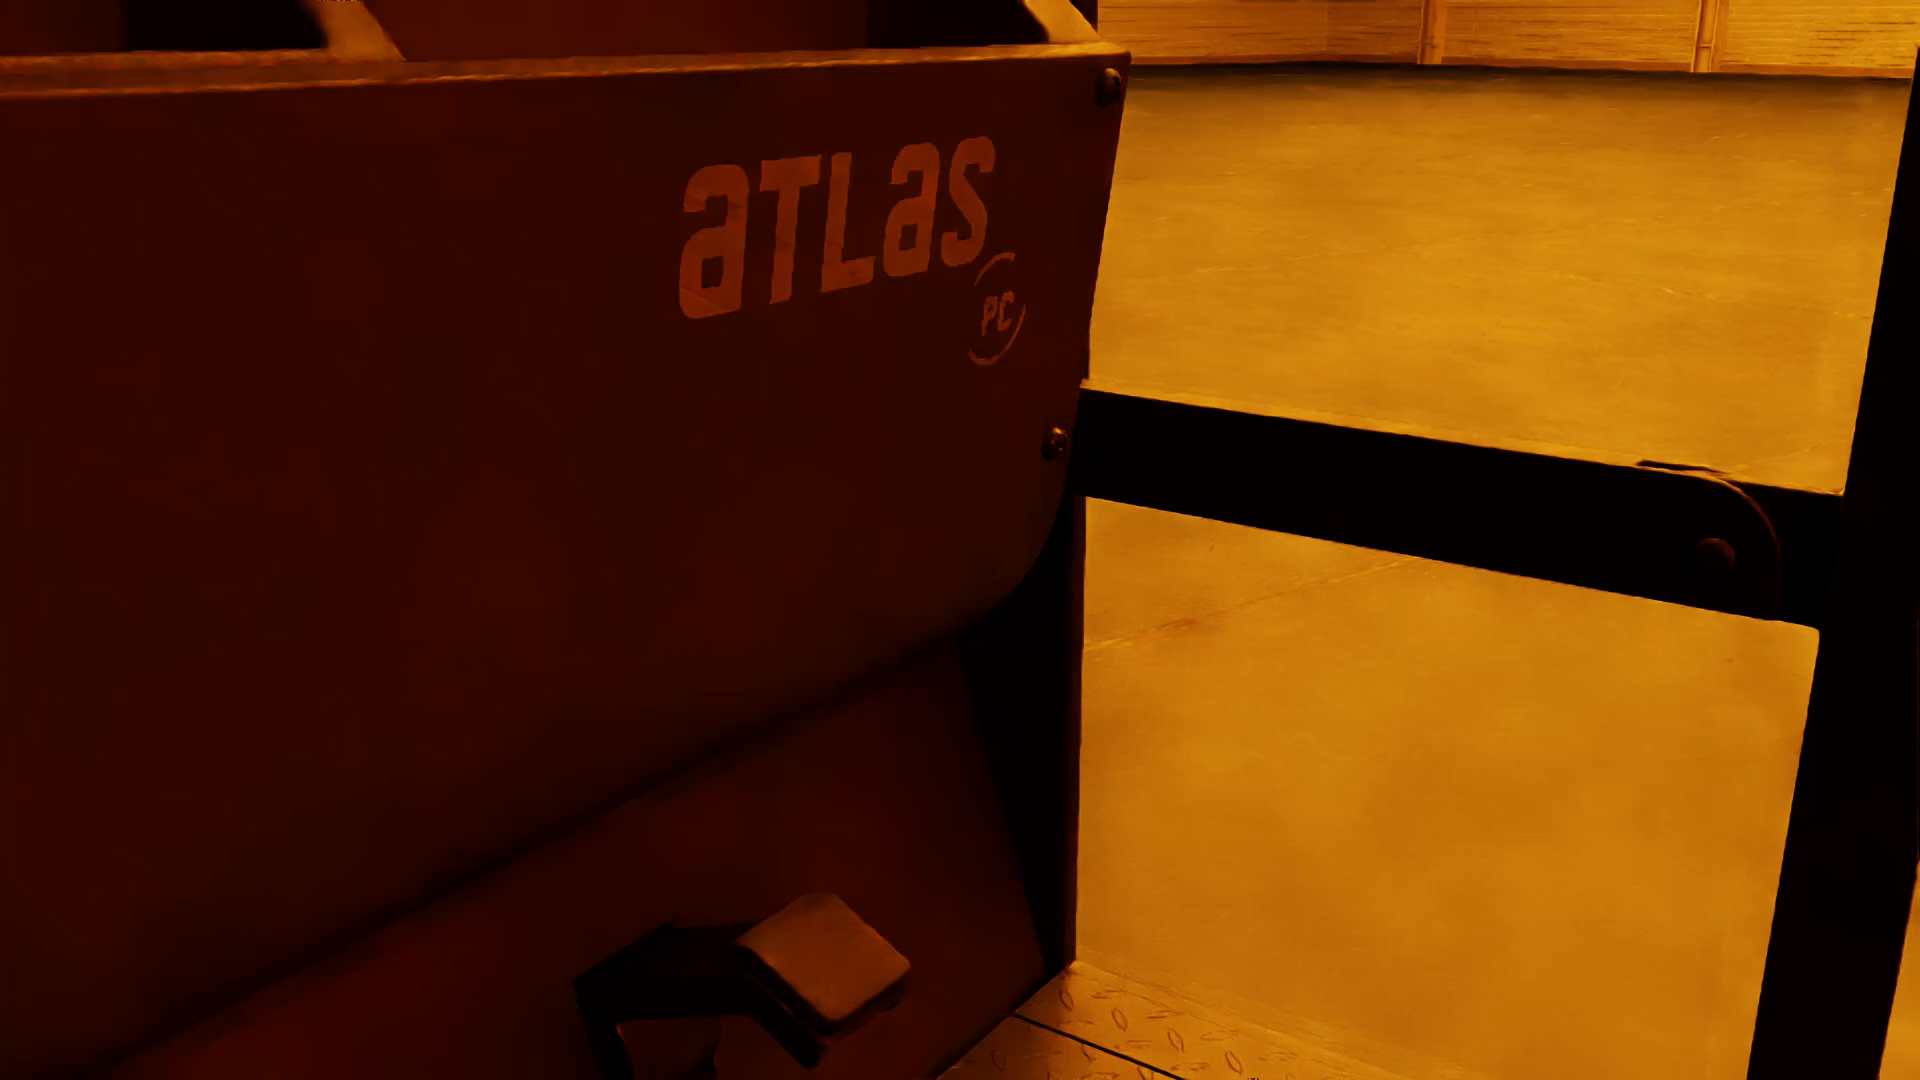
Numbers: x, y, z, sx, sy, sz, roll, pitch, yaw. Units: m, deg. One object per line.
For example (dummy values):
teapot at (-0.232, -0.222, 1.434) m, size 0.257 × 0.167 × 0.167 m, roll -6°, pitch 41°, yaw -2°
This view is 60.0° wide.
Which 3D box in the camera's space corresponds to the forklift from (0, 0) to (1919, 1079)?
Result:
forklift at (-0.058, -0.589, 0.315) m, size 3.031 × 2.935 × 1.130 m, roll 12°, pitch 21°, yaw 33°
